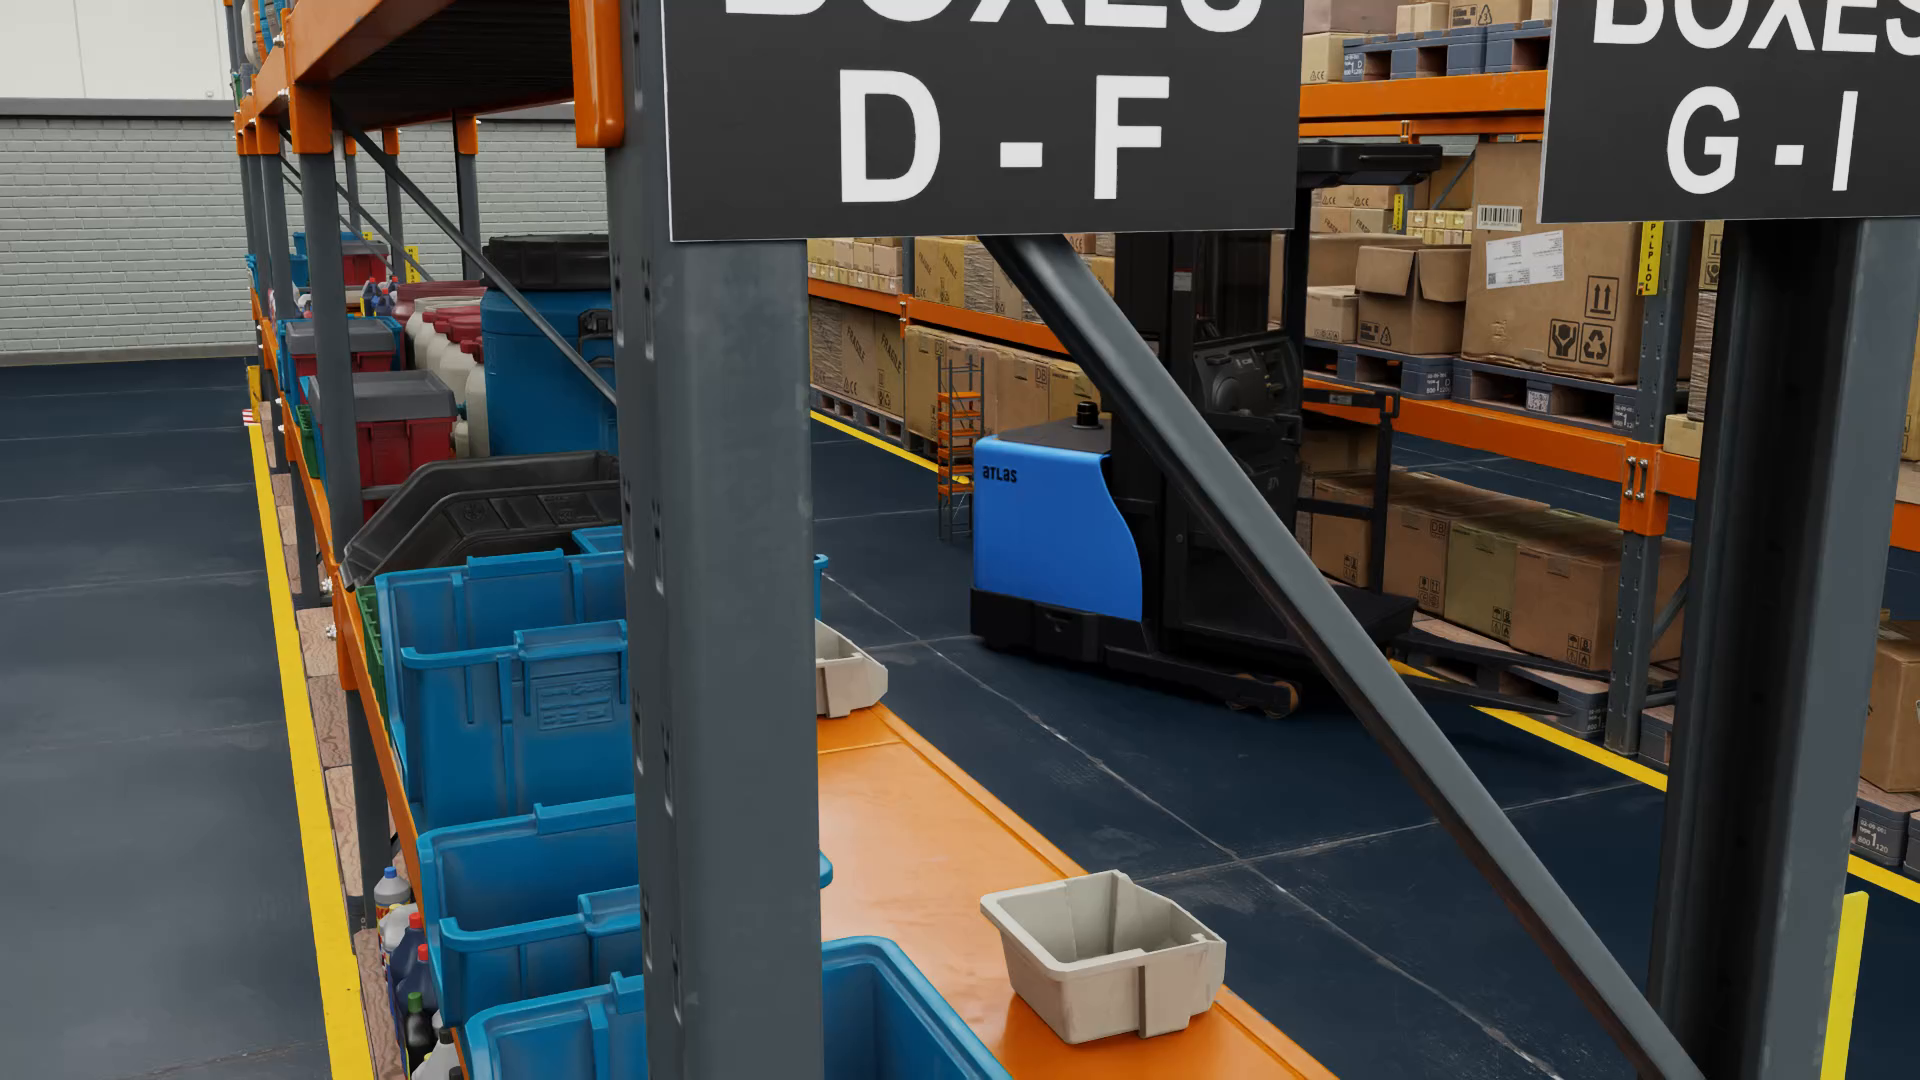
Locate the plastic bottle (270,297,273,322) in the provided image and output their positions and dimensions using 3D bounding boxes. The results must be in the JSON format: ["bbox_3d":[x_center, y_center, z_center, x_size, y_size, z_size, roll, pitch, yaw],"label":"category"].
[{"bbox_3d":[-4.532,-1.520,11.068,0.097,0.271,0.097,0,13,0],"label":"plastic bottle"}]

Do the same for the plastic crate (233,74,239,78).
[{"bbox_3d":[-5.194,-3.353,12.425,0.416,0.233,0.300,-6,14,-23],"label":"plastic crate"}]

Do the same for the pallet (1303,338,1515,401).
[{"bbox_3d":[2.434,-0.937,8.689,1.003,0.211,1.213,-6,14,-23],"label":"pallet"}]

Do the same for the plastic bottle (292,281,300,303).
[{"bbox_3d":[-4.676,-1.680,11.585,0.144,0.351,0.185,-6,14,-23],"label":"plastic bottle"}]

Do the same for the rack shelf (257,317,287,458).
[{"bbox_3d":[-3.735,-1.051,10.352,1.077,0.370,4.000,-6,14,-23],"label":"rack shelf"}]

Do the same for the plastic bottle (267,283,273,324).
[{"bbox_3d":[-4.781,-1.643,11.576,0.061,0.283,0.133,-6,14,-23],"label":"plastic bottle"}]

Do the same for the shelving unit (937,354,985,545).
[{"bbox_3d":[0.006,-0.582,10.722,0.258,1.200,0.189,-6,14,-23],"label":"shelving unit"}]

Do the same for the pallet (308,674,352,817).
[{"bbox_3d":[-2.175,0.786,7.006,1.003,0.211,1.213,-6,14,-23],"label":"pallet"}]

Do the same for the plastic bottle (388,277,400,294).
[{"bbox_3d":[-3.795,-1.592,11.204,0.144,0.351,0.185,-6,14,-23],"label":"plastic bottle"}]

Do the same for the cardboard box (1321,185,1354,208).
[{"bbox_3d":[3.939,-3.549,16.451,0.500,0.500,0.500,-6,14,-25],"label":"cardboard box"}]

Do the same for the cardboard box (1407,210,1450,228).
[{"bbox_3d":[4.323,-2.938,15.218,0.380,0.149,0.250,-5,14,-20],"label":"cardboard box"}]

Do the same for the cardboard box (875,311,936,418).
[{"bbox_3d":[-0.189,-1.575,14.802,0.875,0.875,0.875,-6,14,-23],"label":"cardboard box"}]

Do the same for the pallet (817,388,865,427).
[{"bbox_3d":[-0.724,-1.320,16.104,1.003,0.211,1.213,-6,14,-23],"label":"pallet"}]

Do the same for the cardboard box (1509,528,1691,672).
[{"bbox_3d":[2.980,0.266,7.637,0.700,0.500,0.500,-7,15,-27],"label":"cardboard box"}]

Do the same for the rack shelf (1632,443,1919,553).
[{"bbox_3d":[4.007,0.155,5.144,1.077,0.370,4.000,-6,14,-23],"label":"rack shelf"}]

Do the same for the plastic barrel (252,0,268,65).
[{"bbox_3d":[-2.542,-2.334,6.698,0.600,0.830,0.708,-6,14,-23],"label":"plastic barrel"}]

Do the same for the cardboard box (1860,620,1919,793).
[{"bbox_3d":[3.566,0.608,6.202,0.500,0.500,0.500,-1,13,-5],"label":"cardboard box"}]

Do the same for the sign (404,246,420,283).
[{"bbox_3d":[-4.032,-1.998,12.238,0.100,0.325,0.005,-6,14,-23],"label":"sign"}]

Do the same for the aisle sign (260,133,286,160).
[{"bbox_3d":[-6.440,-3.895,15.282,0.394,0.787,0.004,-6,14,-23],"label":"aisle sign"}]

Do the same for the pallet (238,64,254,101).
[{"bbox_3d":[-4.133,-3.031,11.078,1.213,0.211,1.003,-6,14,-23],"label":"pallet"}]

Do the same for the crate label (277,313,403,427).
[{"bbox_3d":[-2.784,-0.775,7.489,0.502,0.435,0.616,-6,14,-23],"label":"crate label"}]

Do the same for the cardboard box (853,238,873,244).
[{"bbox_3d":[-0.624,-2.874,14.643,0.500,0.500,0.500,-5,14,-22],"label":"cardboard box"}]

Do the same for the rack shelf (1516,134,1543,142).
[{"bbox_3d":[8.281,-4.681,19.385,1.077,0.370,4.000,-6,14,-23],"label":"rack shelf"}]

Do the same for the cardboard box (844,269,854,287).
[{"bbox_3d":[-0.833,-2.385,15.081,0.380,0.149,0.250,-5,14,-22],"label":"cardboard box"}]

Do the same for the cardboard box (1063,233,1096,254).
[{"bbox_3d":[1.067,-2.260,11.536,0.797,0.503,0.637,-5,14,-22],"label":"cardboard box"}]

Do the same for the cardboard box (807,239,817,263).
[{"bbox_3d":[-1.244,-2.825,16.098,0.500,0.250,0.500,-6,14,-25],"label":"cardboard box"}]

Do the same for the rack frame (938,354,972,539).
[{"bbox_3d":[-0.031,-0.600,10.803,0.240,1.200,0.006,-6,14,-23],"label":"rack frame"}]

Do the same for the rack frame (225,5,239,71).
[{"bbox_3d":[-6.139,-5.563,14.951,1.000,3.000,0.127,-6,14,-23],"label":"rack frame"}]

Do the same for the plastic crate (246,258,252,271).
[{"bbox_3d":[-6.078,-2.372,14.703,0.416,0.233,0.300,-6,14,-23],"label":"plastic crate"}]

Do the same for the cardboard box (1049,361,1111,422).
[{"bbox_3d":[1.347,-0.749,11.235,1.225,0.875,0.875,-6,14,-26],"label":"cardboard box"}]

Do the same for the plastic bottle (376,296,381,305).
[{"bbox_3d":[-3.694,-1.429,10.677,0.097,0.271,0.097,0,13,0],"label":"plastic bottle"}]

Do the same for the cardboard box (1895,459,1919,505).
[{"bbox_3d":[3.402,-0.207,5.668,0.380,0.149,0.250,-6,14,-23],"label":"cardboard box"}]

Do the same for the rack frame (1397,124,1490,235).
[{"bbox_3d":[4.587,-2.689,15.835,1.000,3.000,0.127,-6,14,-23],"label":"rack frame"}]

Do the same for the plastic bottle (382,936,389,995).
[{"bbox_3d":[-1.525,1.135,4.544,0.097,0.201,0.097,0,13,0],"label":"plastic bottle"}]

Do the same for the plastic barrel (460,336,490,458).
[{"bbox_3d":[-1.514,-0.445,5.839,0.433,0.535,0.433,0,13,0],"label":"plastic barrel"}]

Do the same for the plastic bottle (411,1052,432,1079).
[{"bbox_3d":[-1.221,1.291,3.868,0.097,0.201,0.097,0,13,0],"label":"plastic bottle"}]

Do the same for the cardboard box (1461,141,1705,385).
[{"bbox_3d":[3.016,-1.283,7.497,1.000,1.000,1.000,-6,14,-23],"label":"cardboard box"}]

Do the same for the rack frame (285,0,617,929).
[{"bbox_3d":[-1.332,-0.161,4.915,1.000,3.000,0.127,-6,14,-23],"label":"rack frame"}]

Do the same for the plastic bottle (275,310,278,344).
[{"bbox_3d":[-4.176,-1.336,10.274,0.097,0.271,0.097,0,13,0],"label":"plastic bottle"}]

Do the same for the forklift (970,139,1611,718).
[{"bbox_3d":[1.519,-0.765,7.677,3.031,2.935,1.130,10,16,37],"label":"forklift"}]

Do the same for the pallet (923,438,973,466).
[{"bbox_3d":[0.380,-0.751,13.644,1.003,0.211,1.213,-6,14,-23],"label":"pallet"}]

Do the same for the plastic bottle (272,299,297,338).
[{"bbox_3d":[-4.329,-1.433,10.682,0.152,0.276,0.135,-6,14,-23],"label":"plastic bottle"}]

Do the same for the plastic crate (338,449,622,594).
[{"bbox_3d":[-1.239,-0.012,4.405,0.767,0.338,0.504,-6,14,-23],"label":"plastic crate"}]

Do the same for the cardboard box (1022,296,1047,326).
[{"bbox_3d":[0.774,-1.774,11.661,0.500,0.500,0.500,-6,14,-25],"label":"cardboard box"}]

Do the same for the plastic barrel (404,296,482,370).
[{"bbox_3d":[-2.327,-0.849,7.638,0.421,0.512,0.421,0,13,0],"label":"plastic barrel"}]

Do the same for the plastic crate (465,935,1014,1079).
[{"bbox_3d":[-0.204,0.661,1.691,0.499,0.251,0.616,-6,14,-23],"label":"plastic crate"}]

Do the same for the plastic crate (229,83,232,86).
[{"bbox_3d":[-6.240,-3.934,14.851,0.497,0.269,0.590,-6,14,-23],"label":"plastic crate"}]

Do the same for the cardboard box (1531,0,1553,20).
[{"bbox_3d":[2.738,-2.395,7.278,0.396,0.266,0.258,-5,14,-21],"label":"cardboard box"}]

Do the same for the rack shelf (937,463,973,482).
[{"bbox_3d":[0.006,-0.421,10.759,0.258,0.103,0.180,-6,14,-23],"label":"rack shelf"}]

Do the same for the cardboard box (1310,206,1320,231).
[{"bbox_3d":[3.729,-3.167,17.020,0.500,0.500,0.500,-6,14,-23],"label":"cardboard box"}]
